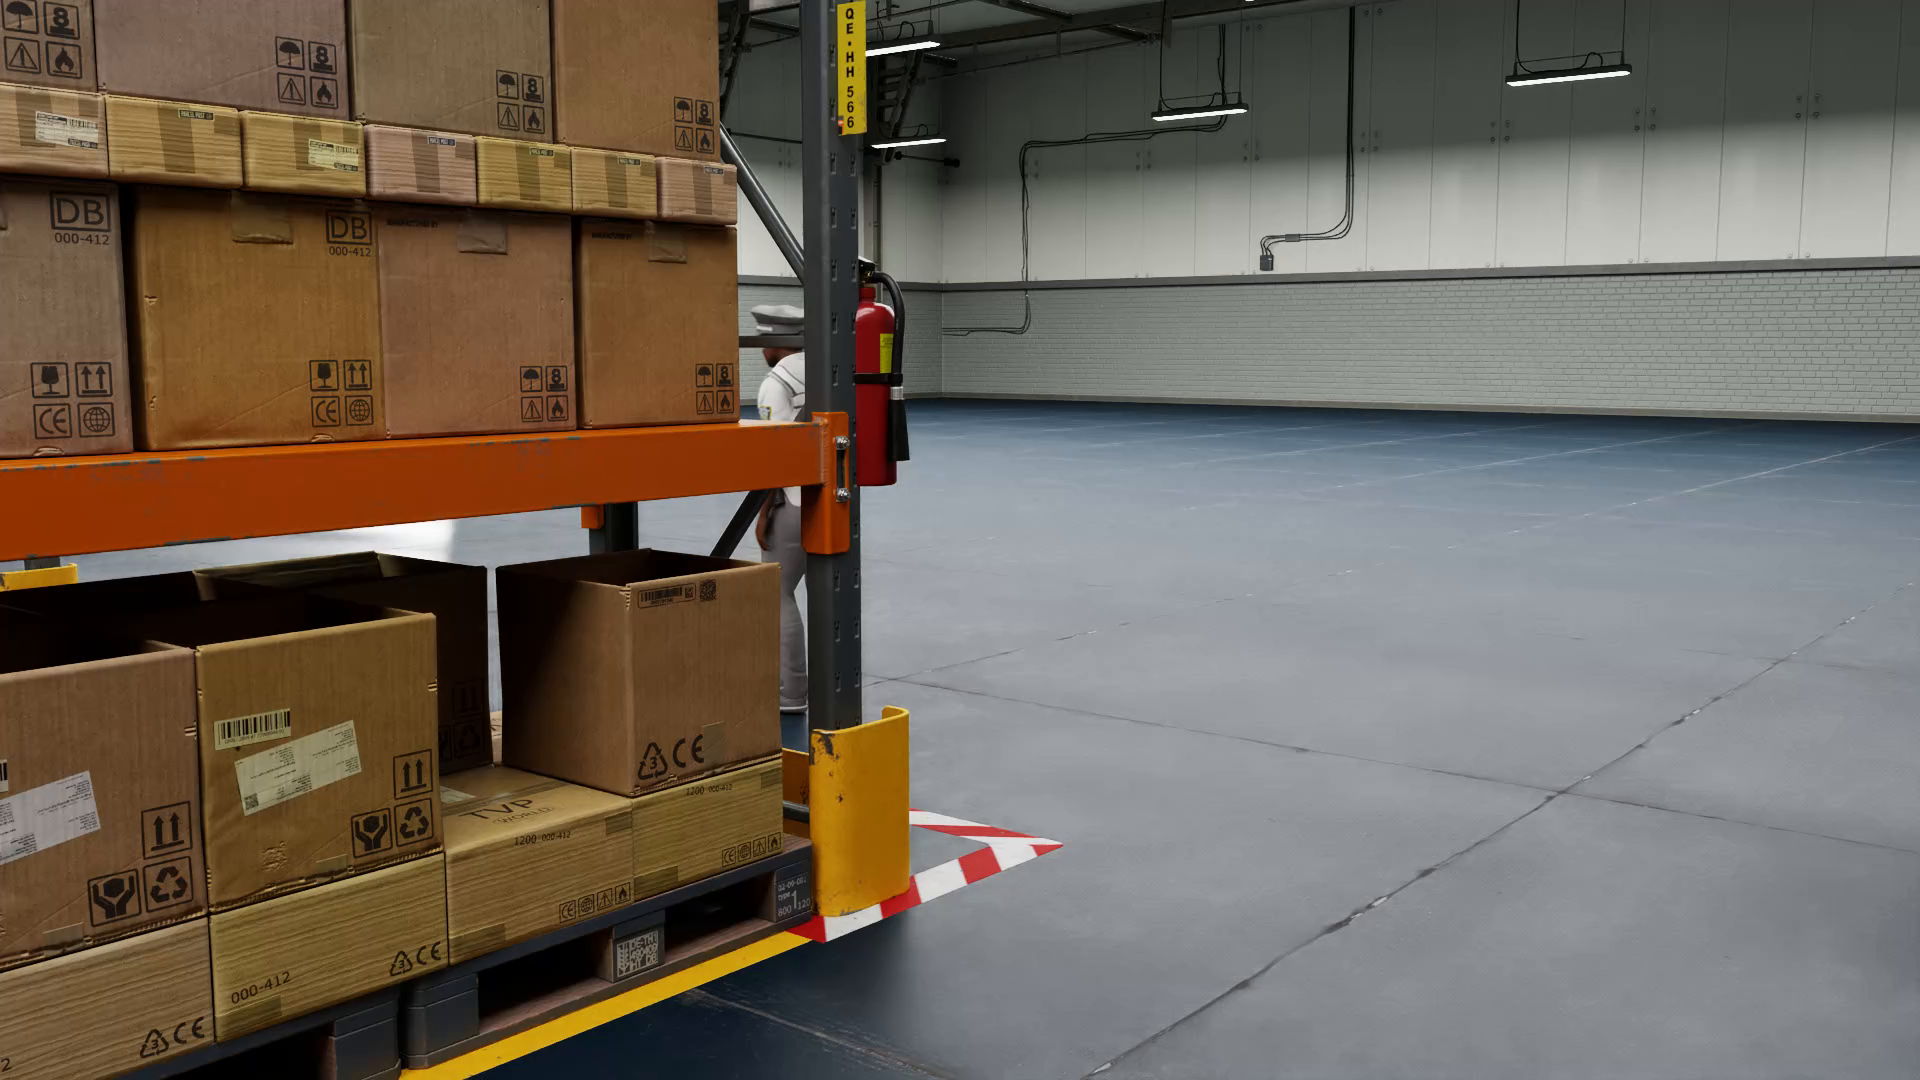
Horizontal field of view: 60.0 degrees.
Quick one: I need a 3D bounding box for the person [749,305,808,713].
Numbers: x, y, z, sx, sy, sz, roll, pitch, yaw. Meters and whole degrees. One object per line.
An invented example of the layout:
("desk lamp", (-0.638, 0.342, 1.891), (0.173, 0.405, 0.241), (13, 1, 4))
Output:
("person", (-0.651, -0.125, 6.788), (0.428, 1.659, 0.529), (5, 8, 35))
